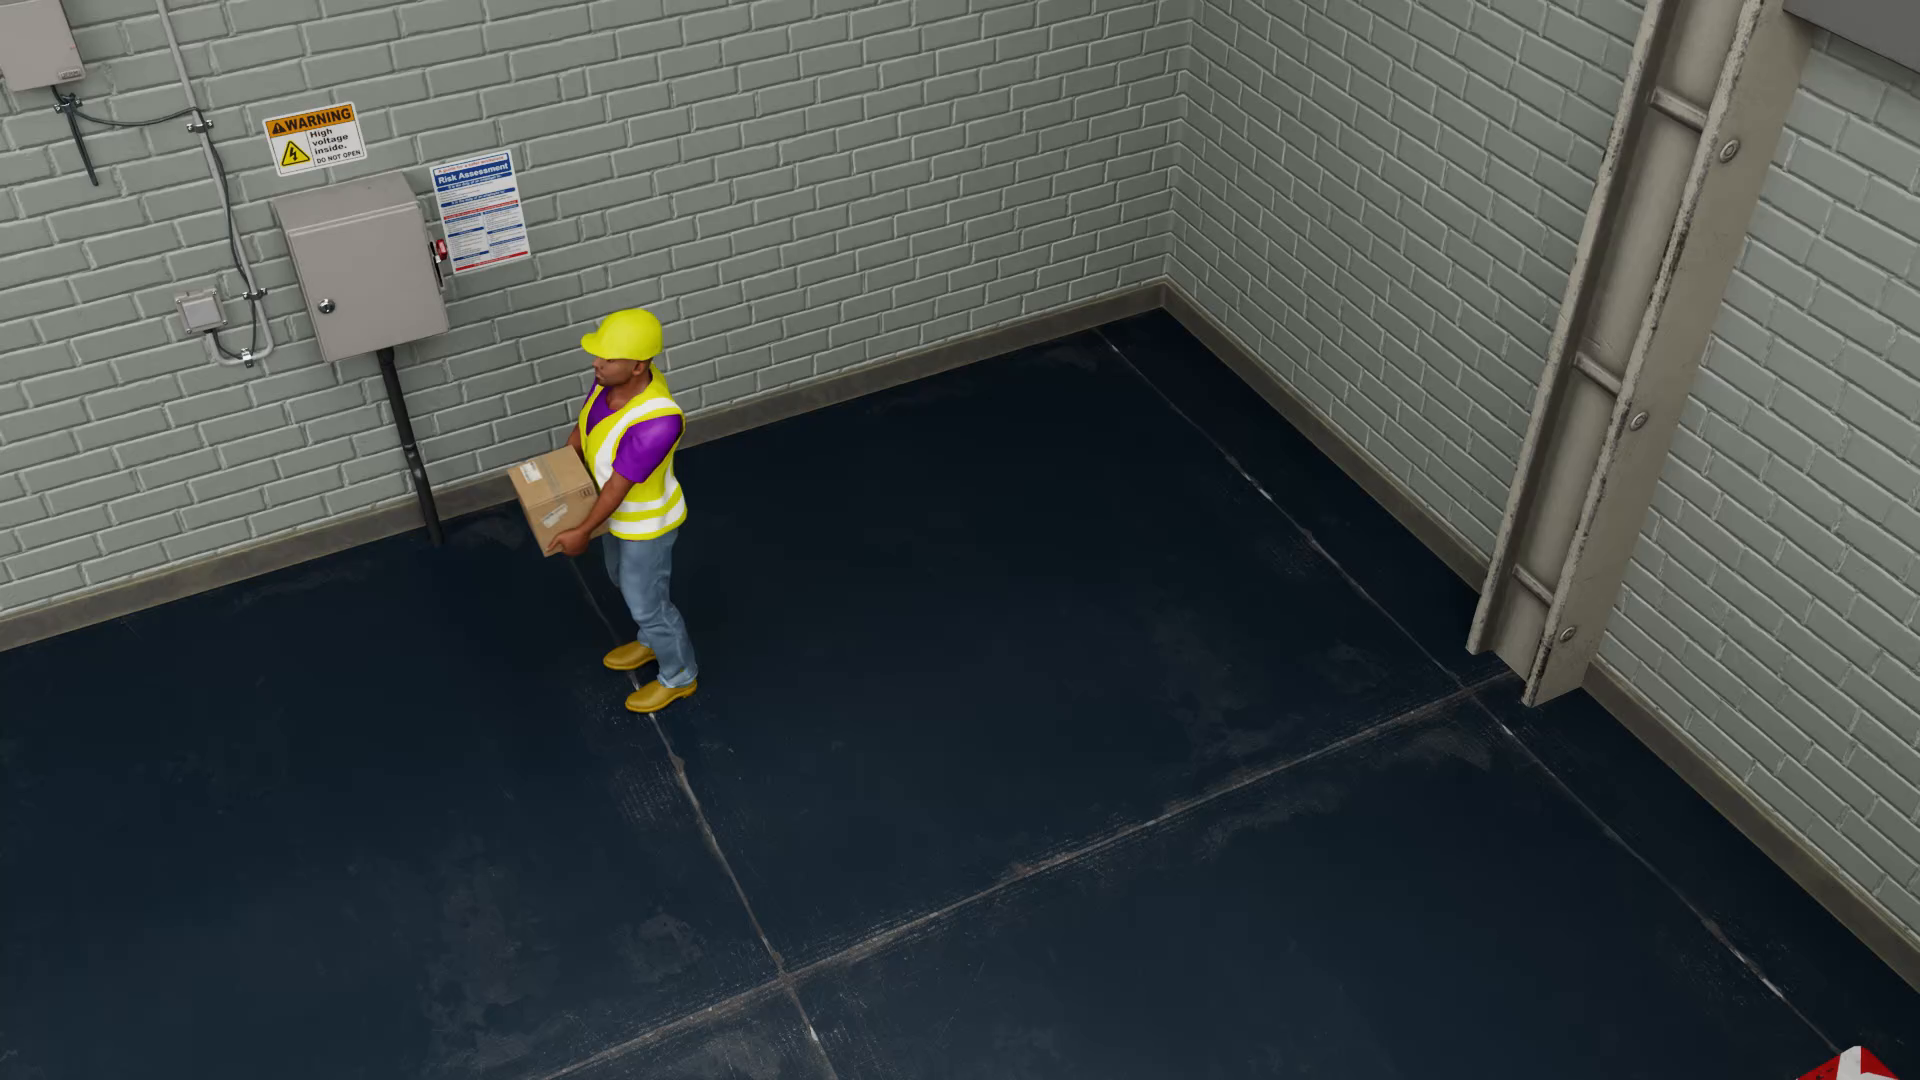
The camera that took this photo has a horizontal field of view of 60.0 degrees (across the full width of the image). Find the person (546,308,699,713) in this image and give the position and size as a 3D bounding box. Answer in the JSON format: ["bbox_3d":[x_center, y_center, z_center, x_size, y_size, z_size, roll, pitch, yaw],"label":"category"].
[{"bbox_3d":[-1.295,-0.075,6.231,0.577,1.761,0.502,-19,44,-20],"label":"person"}]
